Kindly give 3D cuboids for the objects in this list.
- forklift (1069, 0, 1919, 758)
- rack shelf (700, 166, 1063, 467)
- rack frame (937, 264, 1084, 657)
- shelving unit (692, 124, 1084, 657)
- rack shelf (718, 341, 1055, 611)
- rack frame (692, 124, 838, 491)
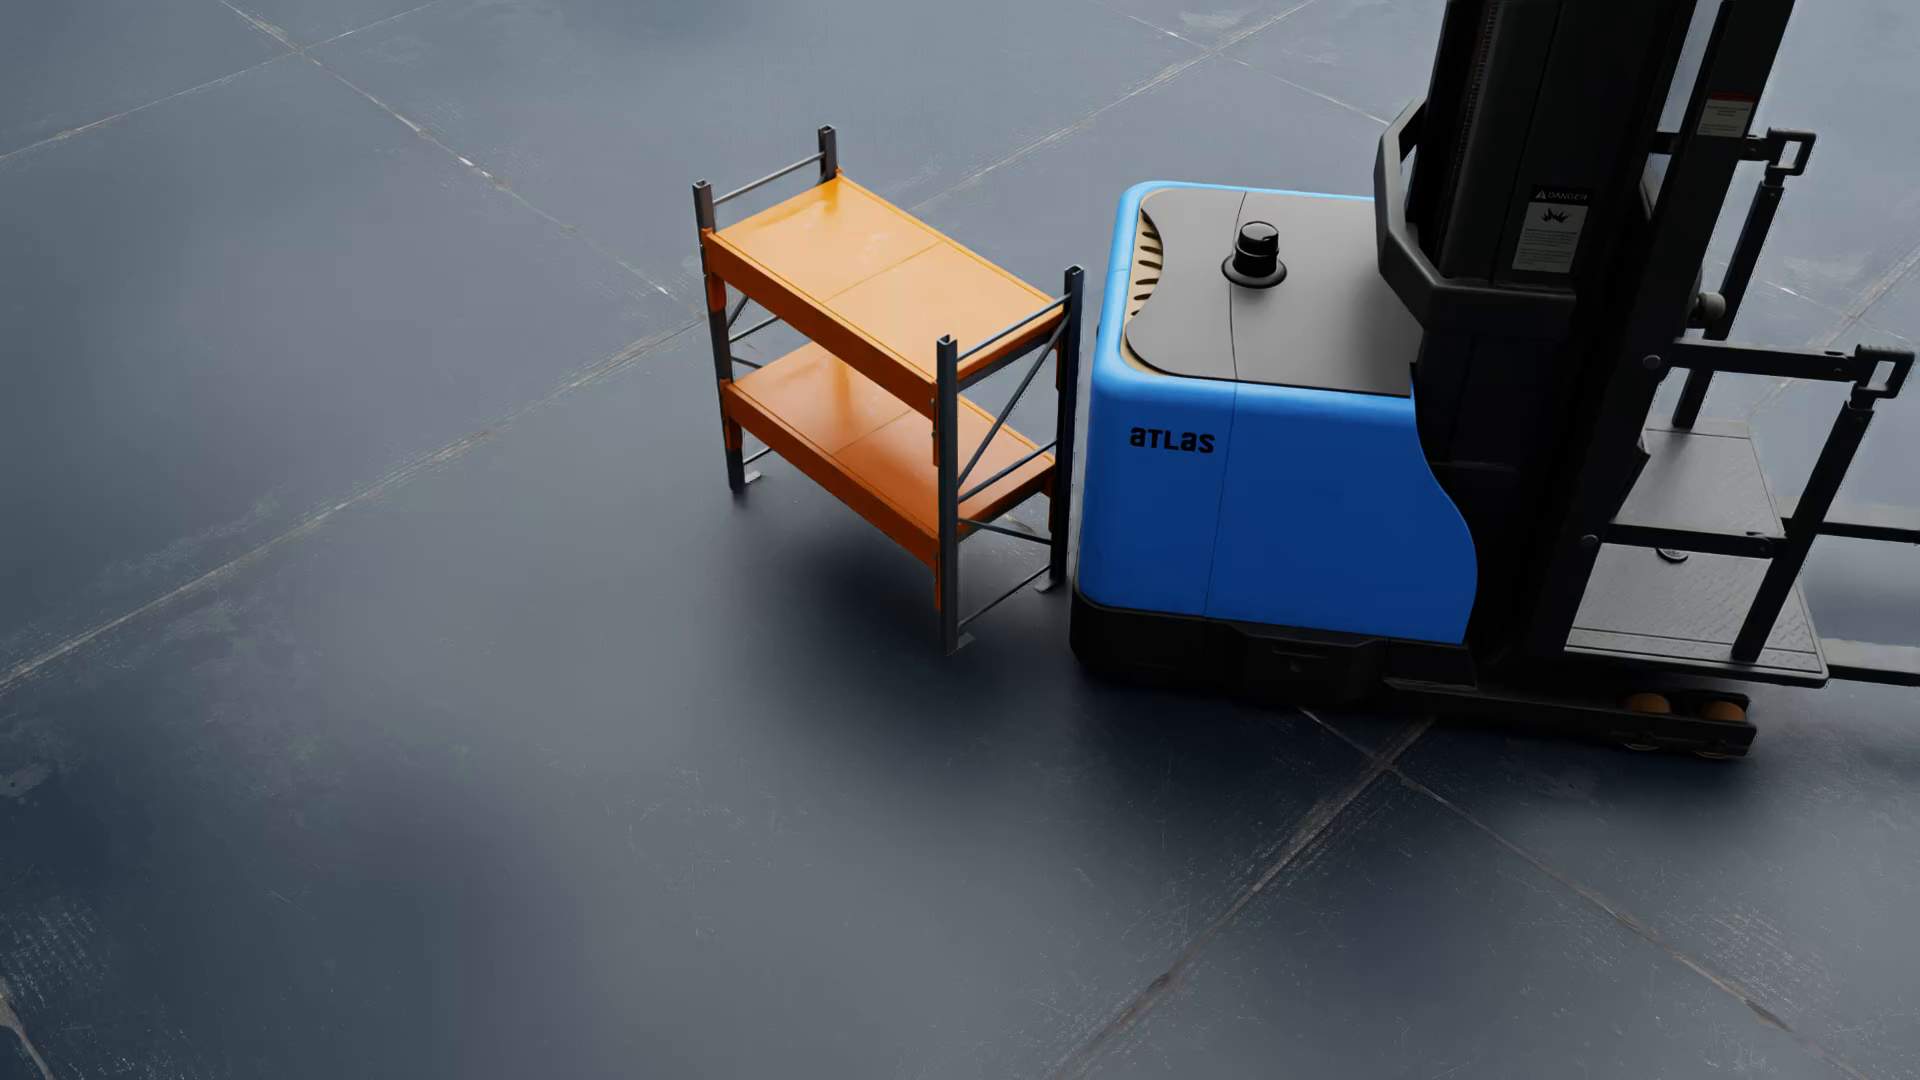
[{"bbox_3d":[1.879,-0.862,4.023,3.031,2.935,1.130,6,43,6],"label":"forklift"},{"bbox_3d":[-0.213,-0.659,4.703,0.538,0.278,1.000,-32,52,-30],"label":"rack shelf"},{"bbox_3d":[0.134,-0.192,4.629,0.500,1.125,0.032,-32,52,-30],"label":"rack frame"},{"bbox_3d":[-0.213,-0.444,4.901,0.538,1.125,1.048,-32,52,-30],"label":"shelving unit"},{"bbox_3d":[-0.213,-0.264,5.067,0.538,0.278,1.000,-32,52,-30],"label":"rack shelf"},{"bbox_3d":[-0.560,-0.696,5.174,0.500,1.125,0.032,-32,52,-30],"label":"rack frame"}]
